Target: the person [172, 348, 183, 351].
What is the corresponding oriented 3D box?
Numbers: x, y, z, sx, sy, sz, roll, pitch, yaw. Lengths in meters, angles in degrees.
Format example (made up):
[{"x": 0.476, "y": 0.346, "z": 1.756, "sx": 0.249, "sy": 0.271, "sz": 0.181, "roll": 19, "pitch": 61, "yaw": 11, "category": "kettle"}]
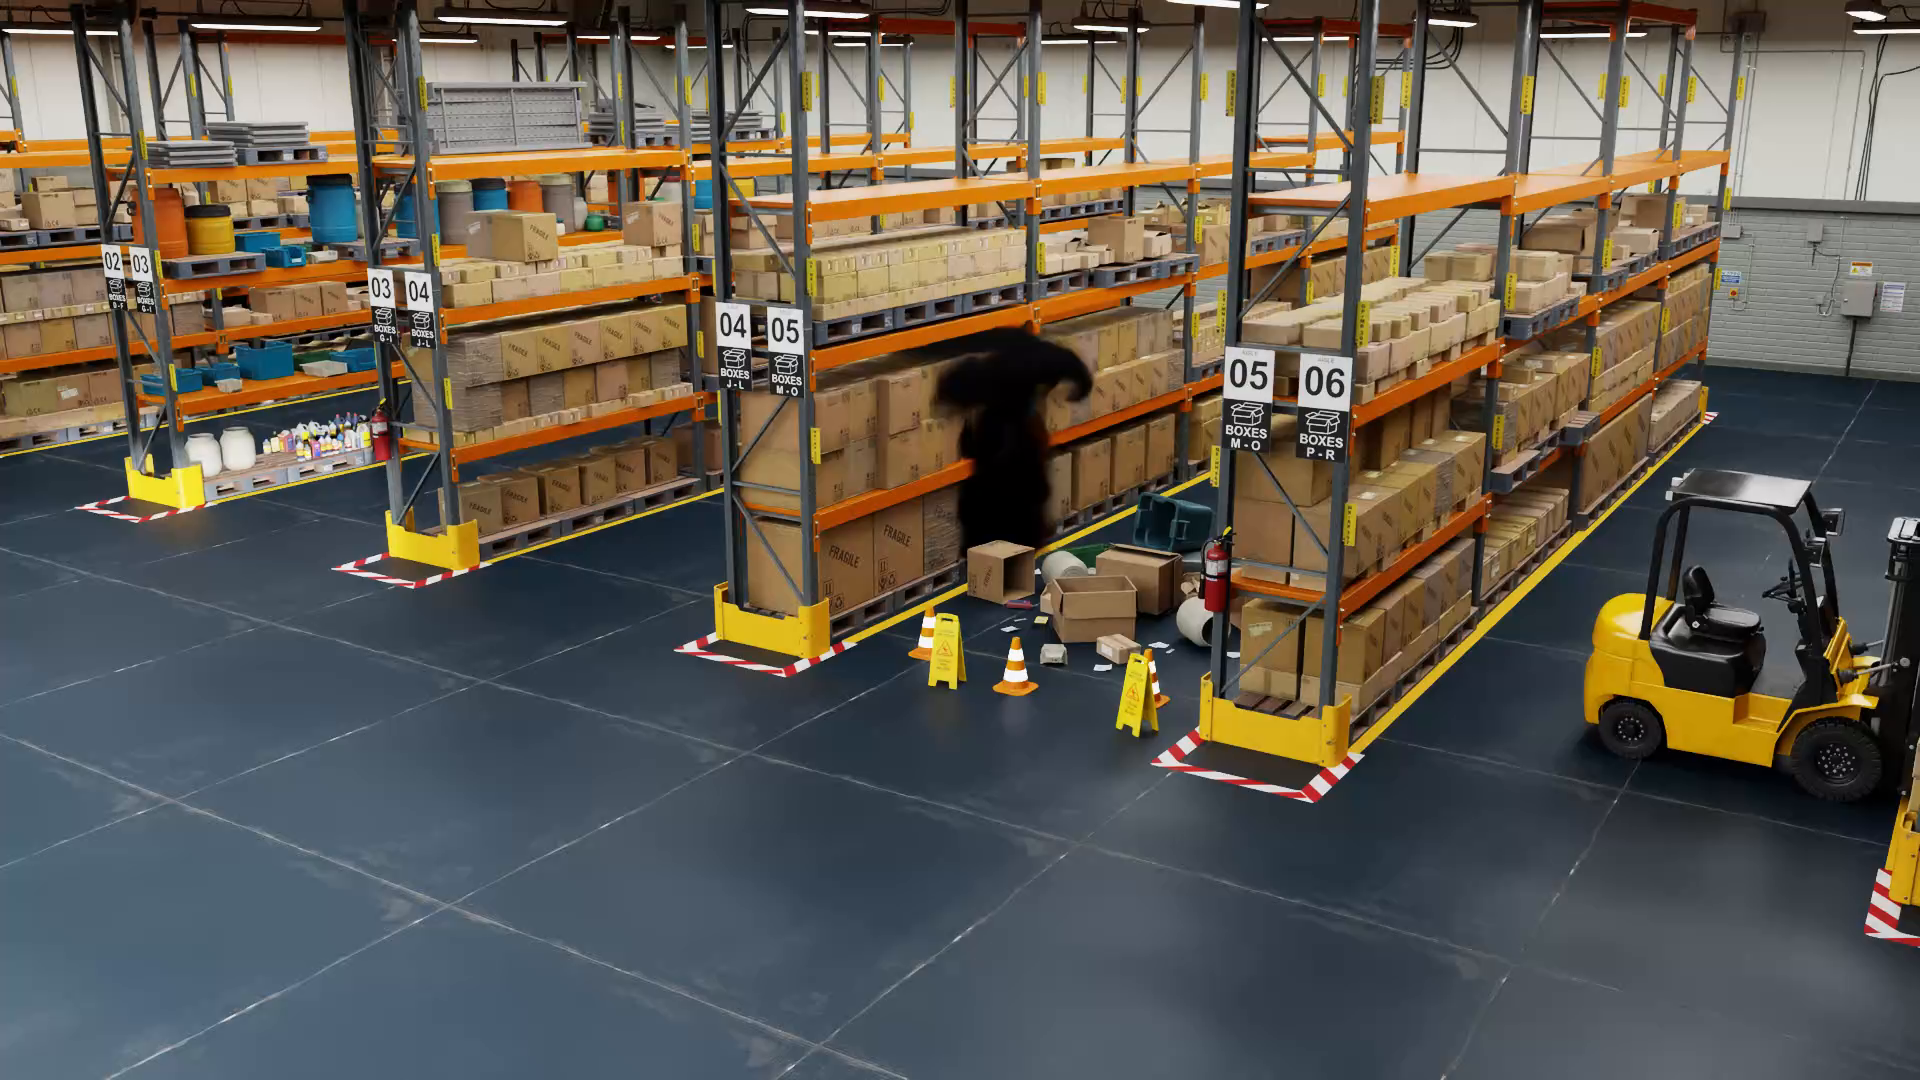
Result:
[{"x": -13.159, "y": -3.193, "z": 27.678, "sx": 0.689, "sy": 1.628, "sz": 0.915, "roll": 3, "pitch": 16, "yaw": 12, "category": "person"}]
